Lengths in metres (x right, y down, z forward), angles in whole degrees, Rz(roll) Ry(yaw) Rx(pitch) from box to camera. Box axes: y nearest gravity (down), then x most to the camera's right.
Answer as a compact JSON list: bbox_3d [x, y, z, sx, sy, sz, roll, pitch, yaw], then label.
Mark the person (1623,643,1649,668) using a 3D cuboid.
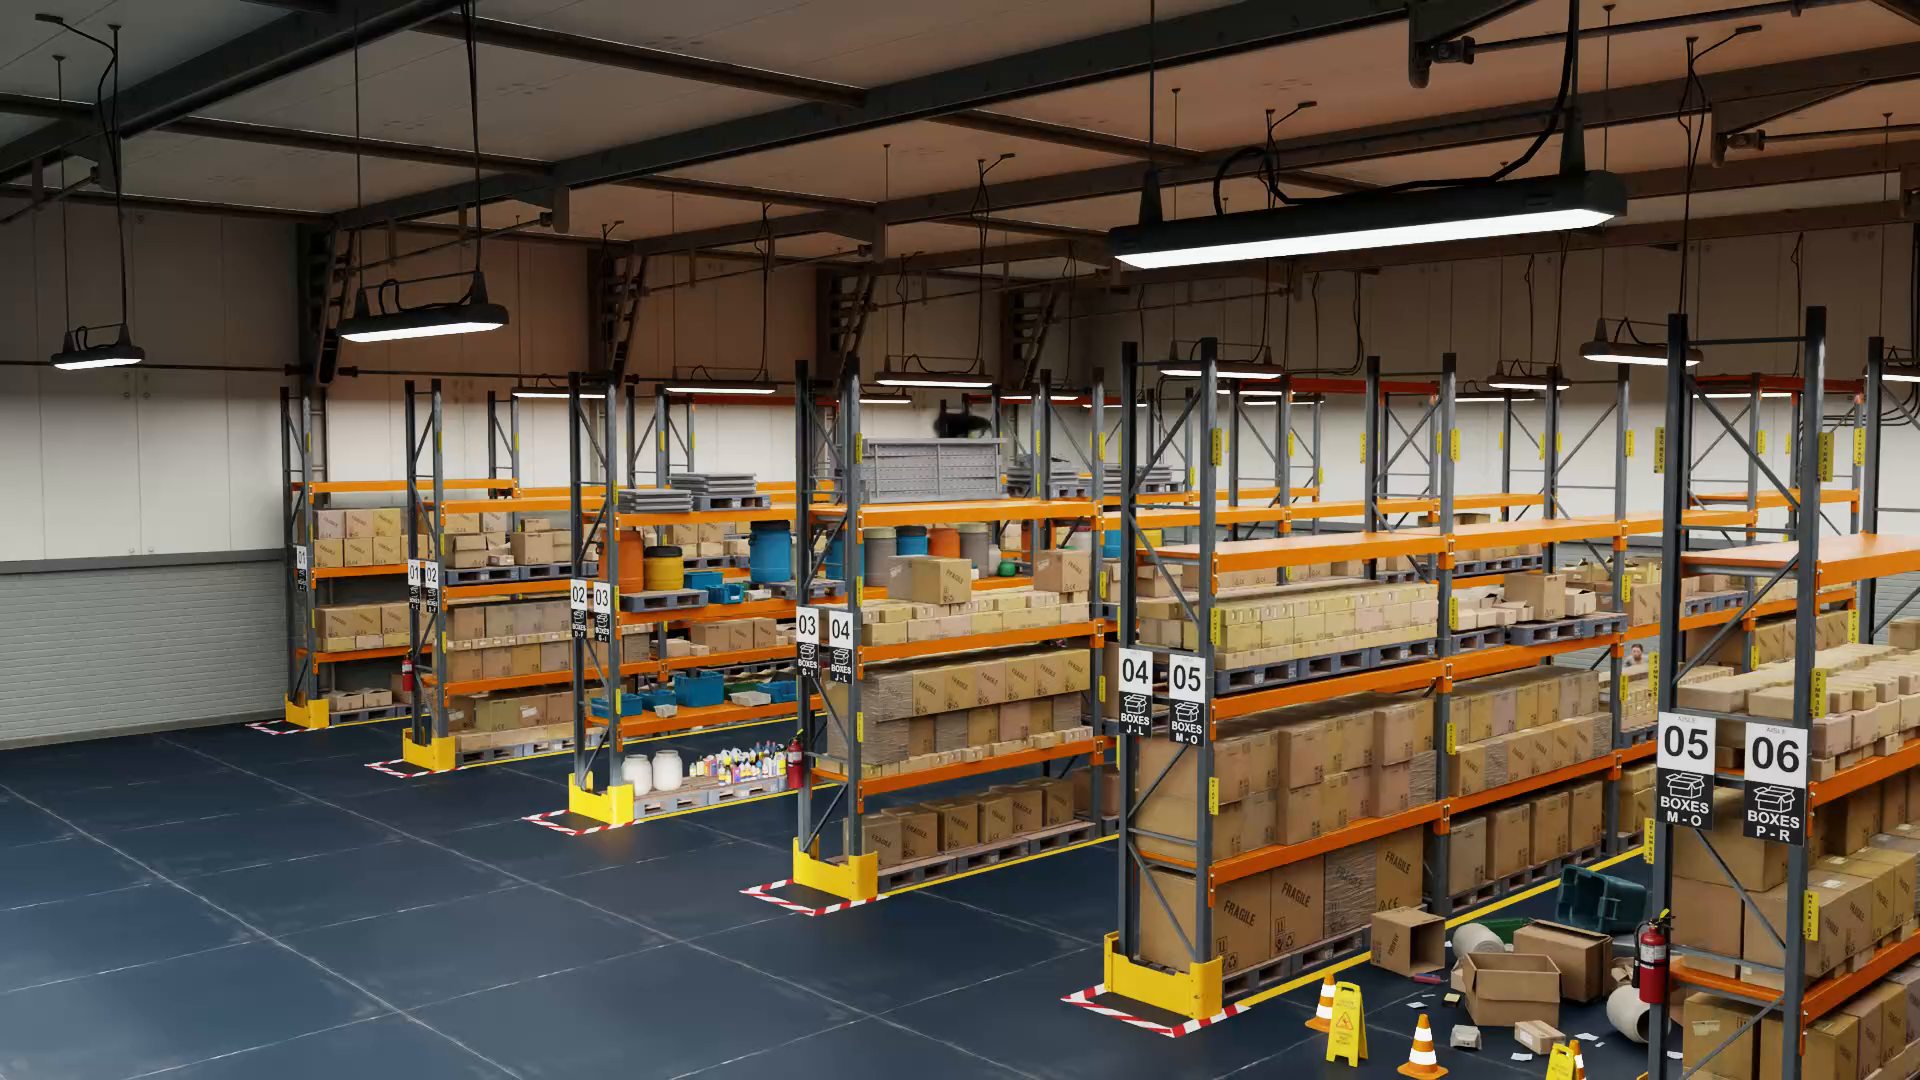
[{"bbox_3d":[11.766,2.538,28.684,0.600,1.594,1.004,2,4,33],"label":"person"}]
